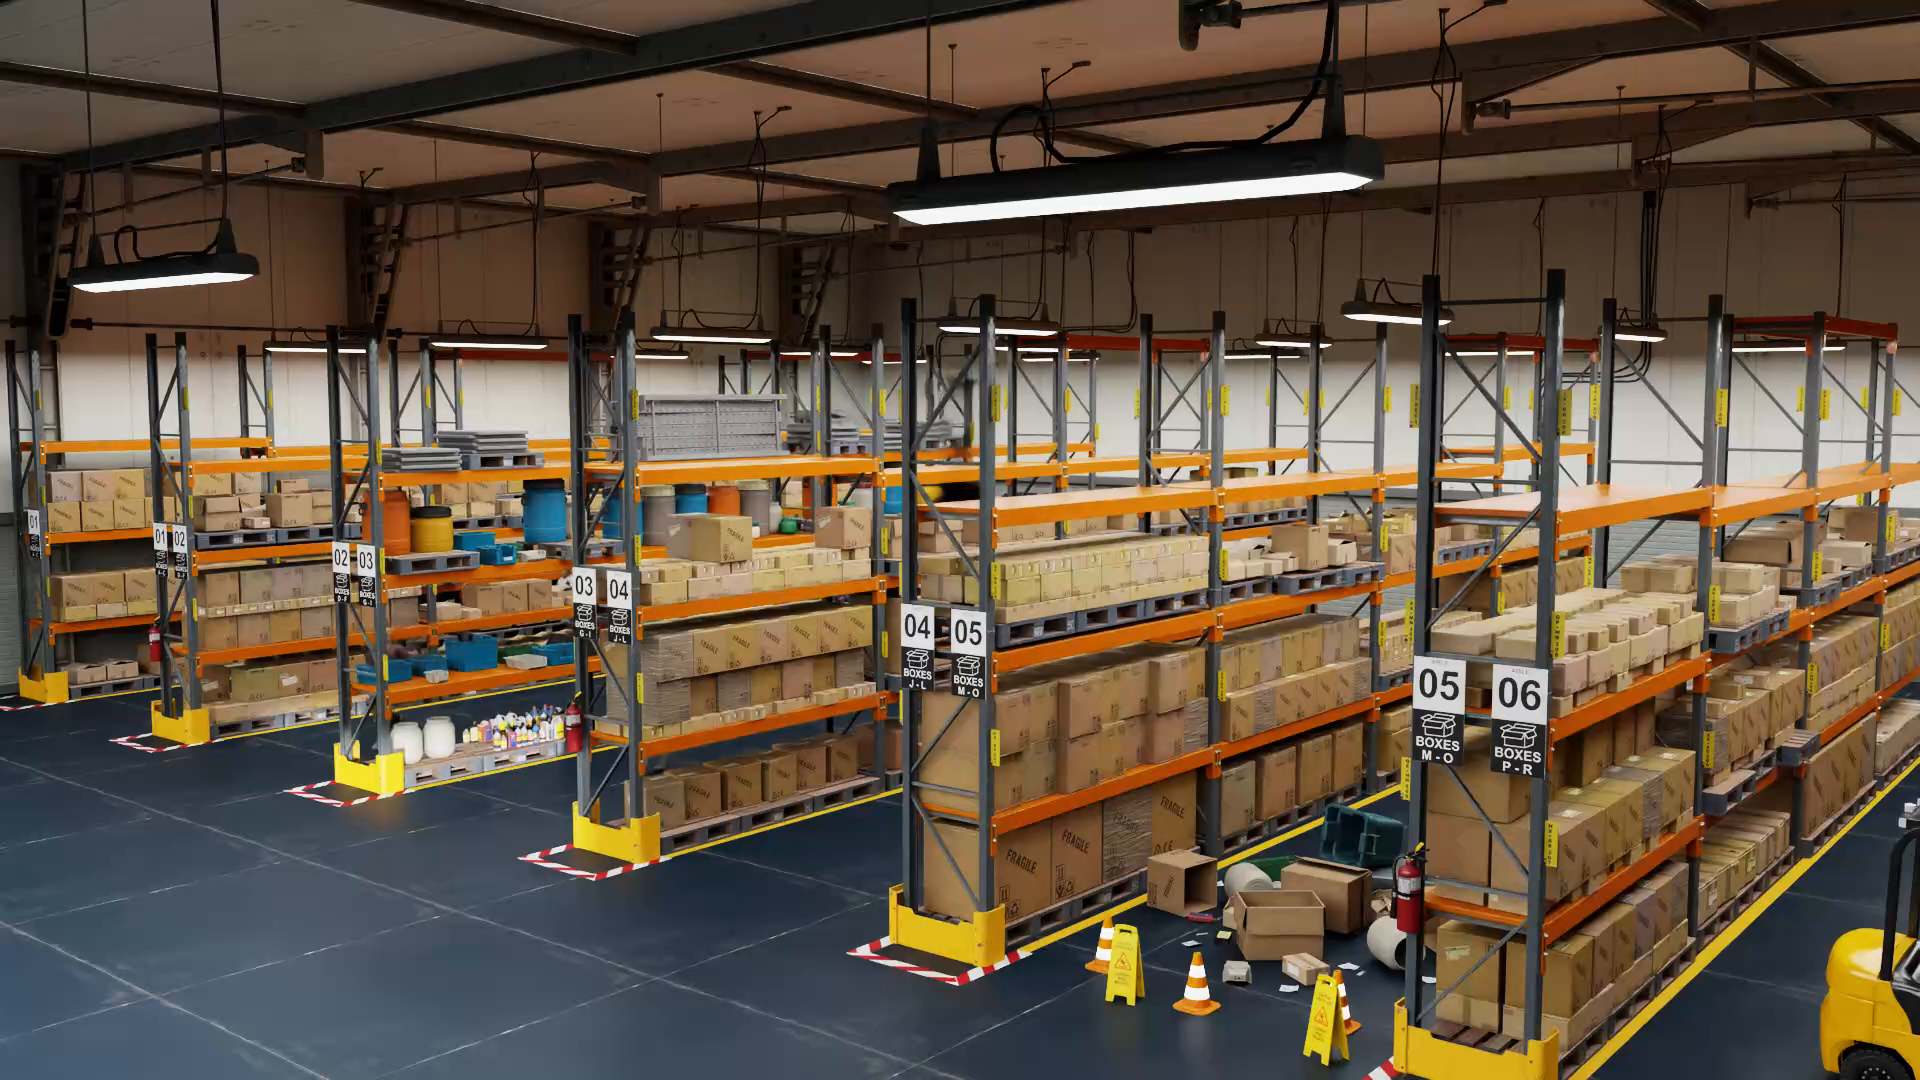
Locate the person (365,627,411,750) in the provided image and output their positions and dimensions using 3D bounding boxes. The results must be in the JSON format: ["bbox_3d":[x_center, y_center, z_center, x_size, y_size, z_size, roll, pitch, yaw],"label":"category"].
[{"bbox_3d":[-8.265,2.125,24.059,0.689,1.744,0.835,1,5,13],"label":"person"}]

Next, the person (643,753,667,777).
[{"bbox_3d":[-4.182,2.361,22.271,0.608,1.728,0.783,1,5,11],"label":"person"}]

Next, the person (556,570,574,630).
[{"bbox_3d":[-7.968,1.299,33.708,0.586,1.649,0.690,3,6,28],"label":"person"}]
